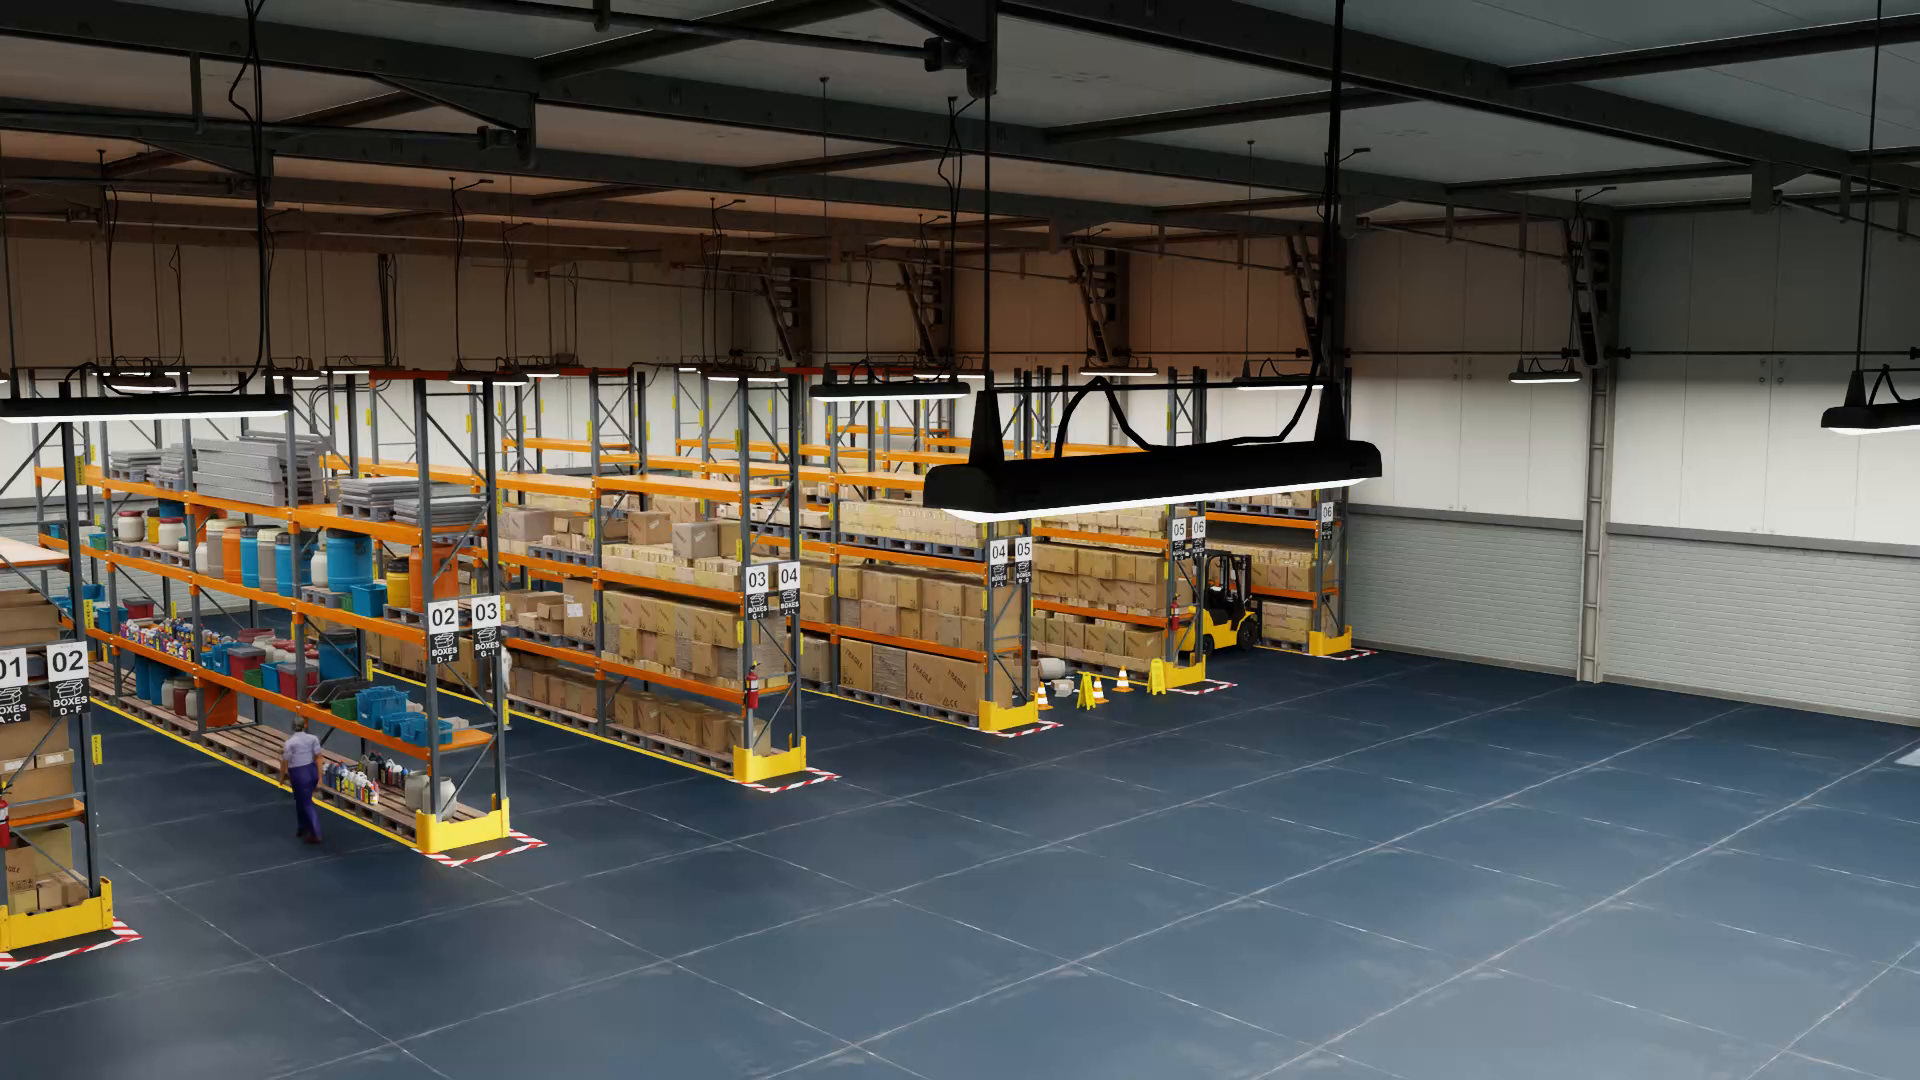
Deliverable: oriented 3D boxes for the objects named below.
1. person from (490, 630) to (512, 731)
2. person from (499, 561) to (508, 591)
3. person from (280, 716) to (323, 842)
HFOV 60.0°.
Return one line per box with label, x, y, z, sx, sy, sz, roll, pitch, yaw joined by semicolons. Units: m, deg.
person;-7.690;2.356;27.869;0.355;1.688;0.524;-3;7;-24
person;-10.306;1.289;37.163;0.492;1.729;1.022;-5;8;-40
person;-8.516;3.154;21.534;0.602;1.634;0.514;1;7;12
